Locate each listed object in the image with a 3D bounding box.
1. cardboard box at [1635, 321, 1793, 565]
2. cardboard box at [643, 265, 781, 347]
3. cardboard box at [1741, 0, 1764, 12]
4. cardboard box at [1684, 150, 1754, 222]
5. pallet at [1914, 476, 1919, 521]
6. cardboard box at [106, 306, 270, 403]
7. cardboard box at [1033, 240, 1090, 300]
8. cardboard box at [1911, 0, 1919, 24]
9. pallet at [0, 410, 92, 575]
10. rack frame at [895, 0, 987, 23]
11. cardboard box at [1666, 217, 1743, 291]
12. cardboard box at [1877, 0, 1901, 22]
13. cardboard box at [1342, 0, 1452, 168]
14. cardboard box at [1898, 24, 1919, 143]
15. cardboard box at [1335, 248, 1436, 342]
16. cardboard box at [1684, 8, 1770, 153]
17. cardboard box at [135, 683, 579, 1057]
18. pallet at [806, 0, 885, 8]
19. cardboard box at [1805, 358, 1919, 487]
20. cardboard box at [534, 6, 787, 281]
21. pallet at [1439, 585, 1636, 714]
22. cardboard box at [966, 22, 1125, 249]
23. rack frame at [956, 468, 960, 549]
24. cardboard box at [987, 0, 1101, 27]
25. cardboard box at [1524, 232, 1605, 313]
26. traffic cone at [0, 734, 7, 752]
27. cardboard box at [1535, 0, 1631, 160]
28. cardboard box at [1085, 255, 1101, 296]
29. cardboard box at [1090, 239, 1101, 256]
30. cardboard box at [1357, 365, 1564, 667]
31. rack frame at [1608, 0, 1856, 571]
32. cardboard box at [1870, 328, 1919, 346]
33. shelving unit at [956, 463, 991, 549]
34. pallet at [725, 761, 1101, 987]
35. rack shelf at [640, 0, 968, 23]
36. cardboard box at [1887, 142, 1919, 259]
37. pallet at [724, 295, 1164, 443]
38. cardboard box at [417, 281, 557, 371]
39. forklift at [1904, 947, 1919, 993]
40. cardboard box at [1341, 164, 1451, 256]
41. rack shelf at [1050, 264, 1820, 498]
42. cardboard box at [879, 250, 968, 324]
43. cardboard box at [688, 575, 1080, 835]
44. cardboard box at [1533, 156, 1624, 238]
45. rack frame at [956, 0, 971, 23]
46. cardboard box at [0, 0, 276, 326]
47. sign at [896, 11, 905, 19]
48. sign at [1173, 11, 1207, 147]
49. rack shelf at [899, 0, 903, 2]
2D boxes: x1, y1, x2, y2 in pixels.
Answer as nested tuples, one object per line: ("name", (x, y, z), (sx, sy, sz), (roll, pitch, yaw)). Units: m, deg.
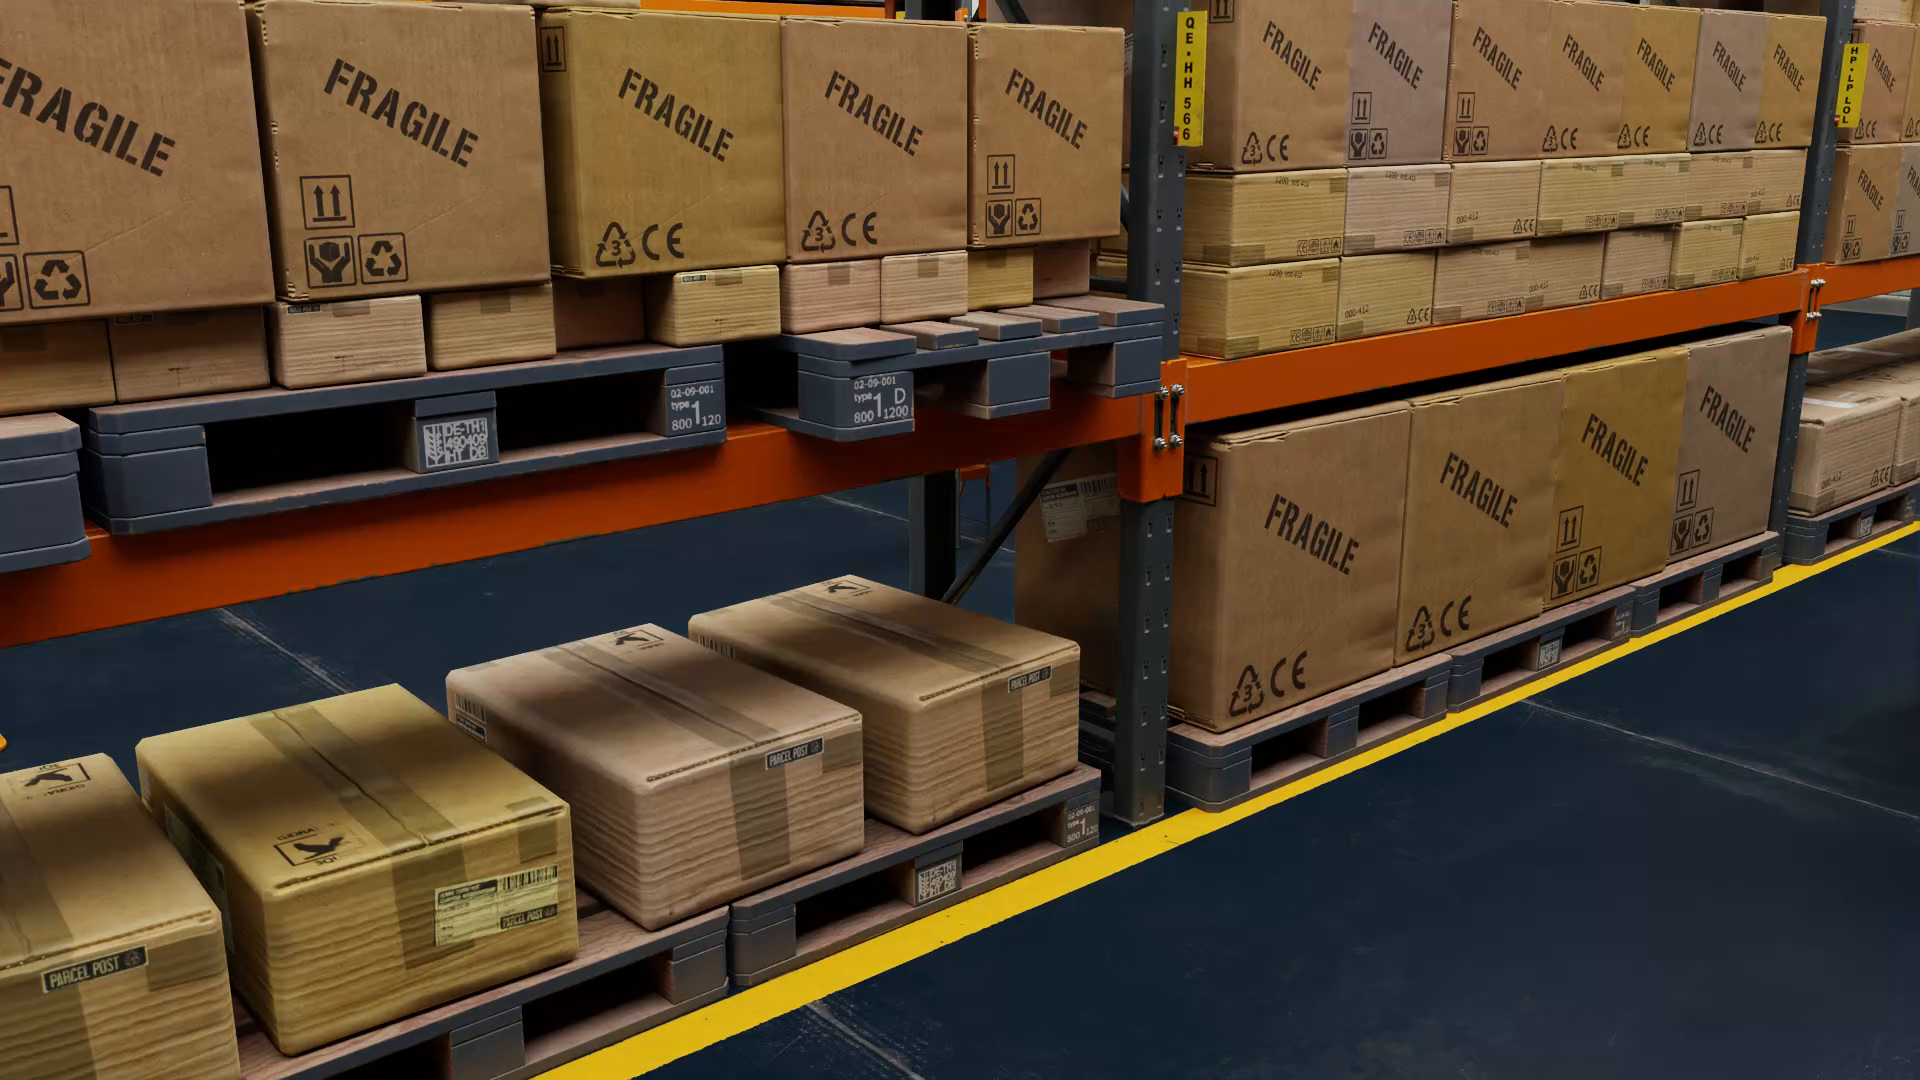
("cardboard box", (2.813, -0.471, 7.003), (0.875, 0.875, 0.875), (-12, 19, -38))
("cardboard box", (-0.591, -0.516, 3.543), (0.250, 0.149, 0.380), (-12, 19, -38))
("cardboard box", (3.522, -2.397, 7.525), (0.250, 0.149, 0.380), (-12, 19, -38))
("cardboard box", (2.683, -1.376, 6.411), (0.500, 0.250, 0.500), (-12, 19, -38))
("pallet", (4.774, -0.389, 8.798), (1.213, 0.211, 1.003), (-13, 19, -39))
("cardboard box", (-1.415, -0.354, 2.935), (0.250, 0.149, 0.380), (-12, 19, -39))
("cardboard box", (0.118, -0.718, 4.297), (0.250, 0.149, 0.380), (-12, 19, -37))
("cardboard box", (4.213, -2.391, 7.500), (0.250, 0.149, 0.380), (-13, 20, -40))
("pallet", (-2.135, -0.068, 2.565), (1.213, 0.211, 1.003), (-13, 19, -39))
("rack frame", (-0.097, -2.362, 10.779), (0.127, 3.000, 1.000), (-13, 19, -39))
("cardboard box", (2.670, -1.131, 6.464), (0.500, 0.250, 0.500), (-13, 20, -40))
("cardboard box", (3.820, -2.309, 7.195), (0.250, 0.149, 0.380), (-12, 19, -39))
("cardboard box", (1.111, -1.391, 5.012), (0.500, 0.500, 0.500), (-13, 19, -39))
("cardboard box", (4.132, -2.064, 7.534), (0.500, 0.500, 0.500), (-13, 20, -40))
("cardboard box", (1.121, -0.789, 5.183), (0.500, 0.250, 0.500), (-13, 20, -41))
("cardboard box", (2.671, -1.733, 6.293), (0.500, 0.500, 0.500), (-12, 19, -38))
("cardboard box", (-1.349, 0.677, 3.681), (0.625, 0.372, 0.950), (-12, 19, -38))
("pallet", (-0.812, -5.301, 16.141), (1.213, 0.211, 1.003), (-13, 19, -39))
("cardboard box", (4.447, -0.617, 8.400), (0.875, 0.438, 0.875), (-13, 20, -41))
("cardboard box", (-0.712, -0.826, 3.445), (0.500, 0.500, 0.500), (-14, 21, -43))
("pallet", (1.775, 0.285, 6.273), (1.213, 0.211, 1.003), (-13, 19, -39))
("cardboard box", (0.050, -1.001, 4.102), (0.500, 0.500, 0.500), (-13, 20, -41))
("rack frame", (-0.080, -0.562, 7.528), (0.006, 1.200, 0.240), (-13, 19, -39))
("cardboard box", (0.429, -1.407, 5.075), (0.500, 0.500, 0.500), (-13, 20, -41))
("cardboard box", (1.891, -0.961, 5.827), (0.500, 0.250, 0.500), (-13, 19, -39))
("traffic cone", (-3.228, 0.439, 5.208), (0.334, 0.463, 0.336), (-13, 19, -39))
("cardboard box", (1.895, -1.560, 5.647), (0.500, 0.500, 0.500), (-12, 19, -38))
("cardboard box", (0.422, -0.801, 5.227), (0.500, 0.250, 0.500), (-14, 20, -41))
("cardboard box", (0.409, -1.038, 5.145), (0.500, 0.250, 0.500), (-13, 20, -40))
("cardboard box", (1.462, -0.165, 5.858), (0.875, 0.875, 0.875), (-12, 19, -39))
("rack frame", (3.228, -1.415, 7.235), (0.127, 3.000, 1.000), (-13, 19, -39))
("cardboard box", (5.814, -0.926, 9.557), (0.875, 0.438, 0.875), (-14, 20, -41))
("shelving unit", (-0.011, -0.577, 7.586), (0.189, 1.200, 0.258), (-13, 19, -39))
("pallet", (-0.380, 0.742, 4.563), (1.213, 0.211, 1.003), (-13, 19, -39))
("rack shelf", (-1.768, -4.785, 15.432), (4.000, 0.370, 1.077), (-13, 19, -39))
("cardboard box", (4.136, -1.576, 7.645), (0.500, 0.500, 0.500), (-12, 19, -39))
("pallet", (-0.257, -0.503, 4.193), (1.003, 0.211, 1.213), (-13, 19, -39))
("cardboard box", (-0.999, -0.440, 3.257), (0.250, 0.149, 0.380), (-13, 20, -41))
("forklift", (3.225, -0.509, 3.974), (1.130, 2.935, 3.031), (13, 20, 41))
("cardboard box", (1.146, -1.032, 5.121), (0.500, 0.250, 0.500), (-12, 19, -38))
("rack shelf", (1.720, -0.729, 6.059), (4.000, 0.370, 1.077), (-13, 19, -39))
("cardboard box", (-0.197, -0.607, 3.882), (0.250, 0.149, 0.380), (-13, 20, -40))
("cardboard box", (-0.222, 0.423, 4.632), (0.625, 0.372, 0.950), (-14, 21, -43))
("cardboard box", (1.921, -1.197, 5.740), (0.500, 0.250, 0.500), (-12, 19, -38))
("rack frame", (-0.259, -4.022, 16.994), (0.127, 3.000, 1.000), (-13, 19, -39))
("cardboard box", (-1.505, -0.644, 2.766), (0.500, 0.500, 0.500), (-13, 20, -40))
("sign", (-0.156, -1.404, 4.951), (0.005, 0.325, 0.100), (-13, 19, -39))
("sign", (0.574, -1.154, 4.169), (0.005, 0.325, 0.100), (-13, 19, -39))
("rack shelf", (1.411, -3.802, 11.753), (4.000, 0.370, 1.077), (-13, 19, -39))
